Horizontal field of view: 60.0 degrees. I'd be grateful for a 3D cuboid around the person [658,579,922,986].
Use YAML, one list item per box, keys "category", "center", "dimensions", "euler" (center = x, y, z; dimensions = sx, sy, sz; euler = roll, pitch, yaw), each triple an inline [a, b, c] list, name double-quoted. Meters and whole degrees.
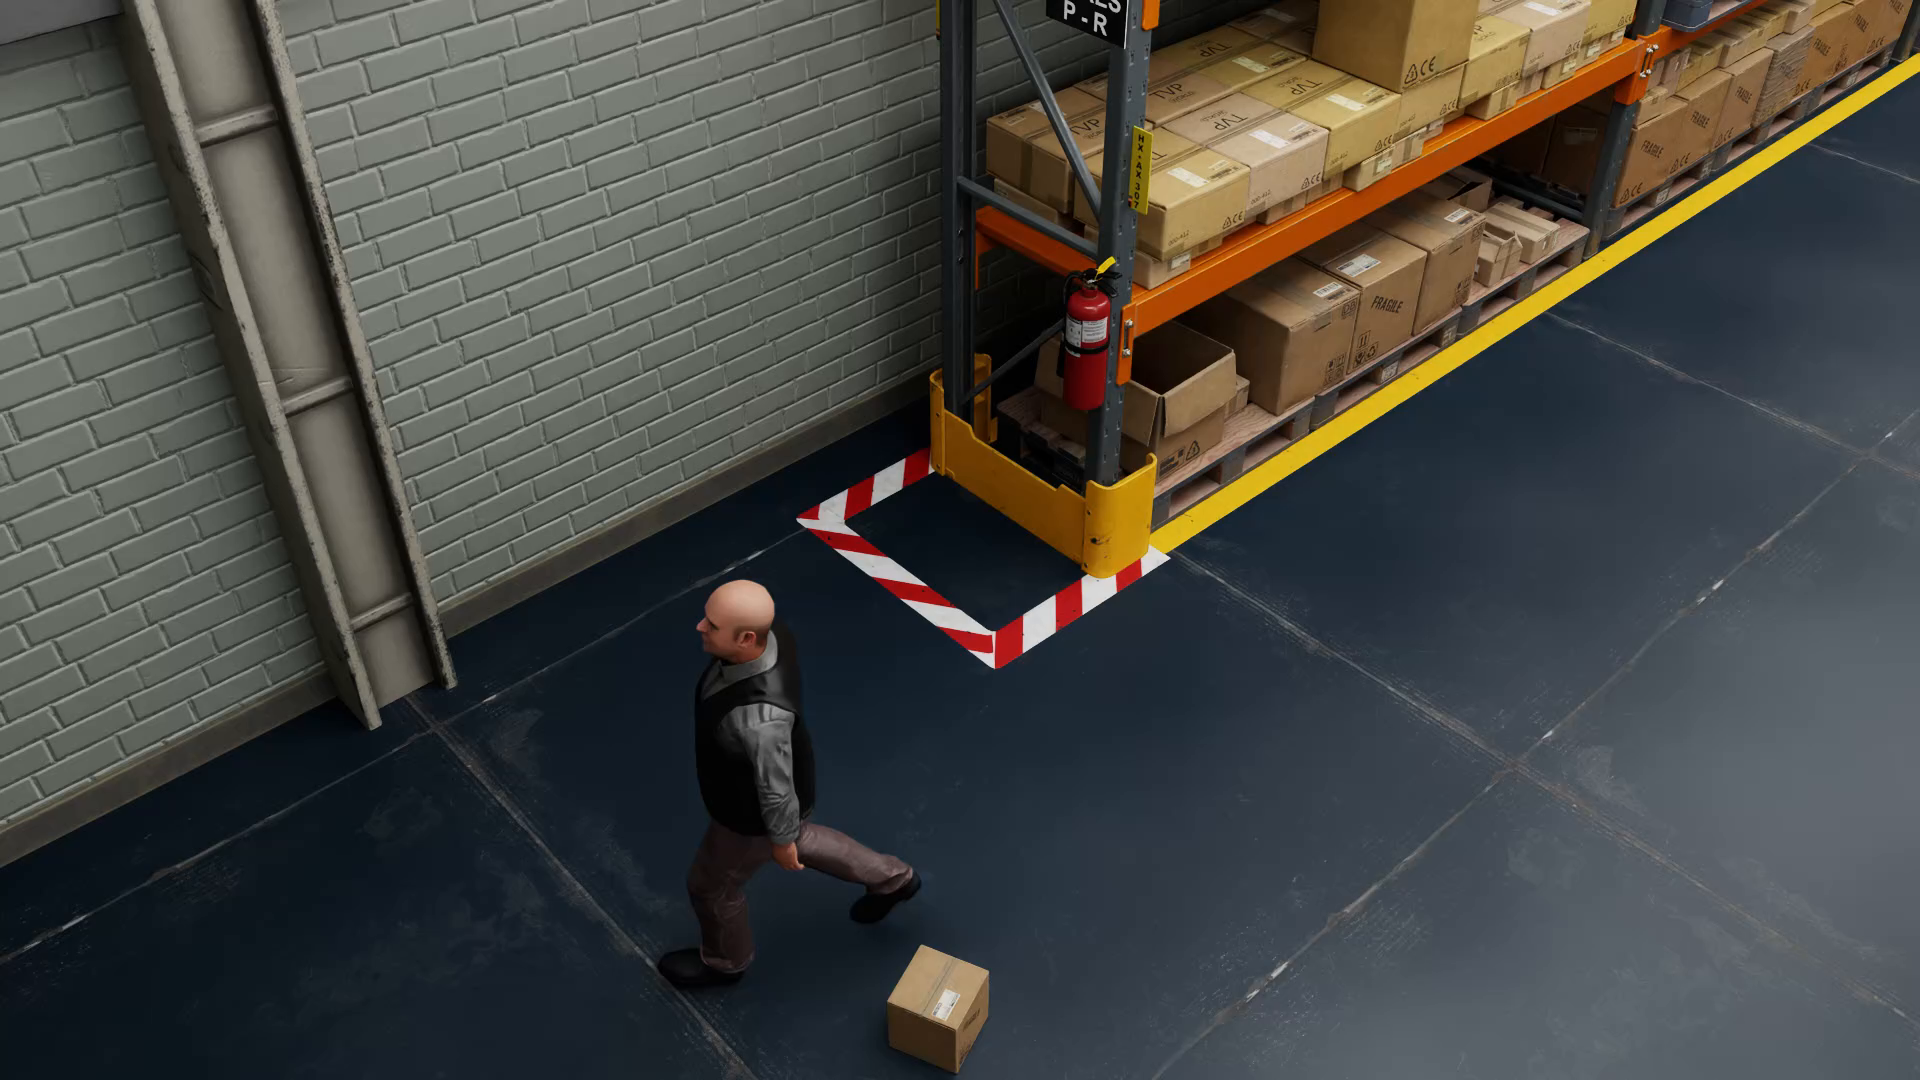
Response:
- category: "person"
  center: [-0.579, 0.781, 5.226]
  dimensions: [0.908, 1.692, 0.532]
  euler: [-2, 40, -2]
